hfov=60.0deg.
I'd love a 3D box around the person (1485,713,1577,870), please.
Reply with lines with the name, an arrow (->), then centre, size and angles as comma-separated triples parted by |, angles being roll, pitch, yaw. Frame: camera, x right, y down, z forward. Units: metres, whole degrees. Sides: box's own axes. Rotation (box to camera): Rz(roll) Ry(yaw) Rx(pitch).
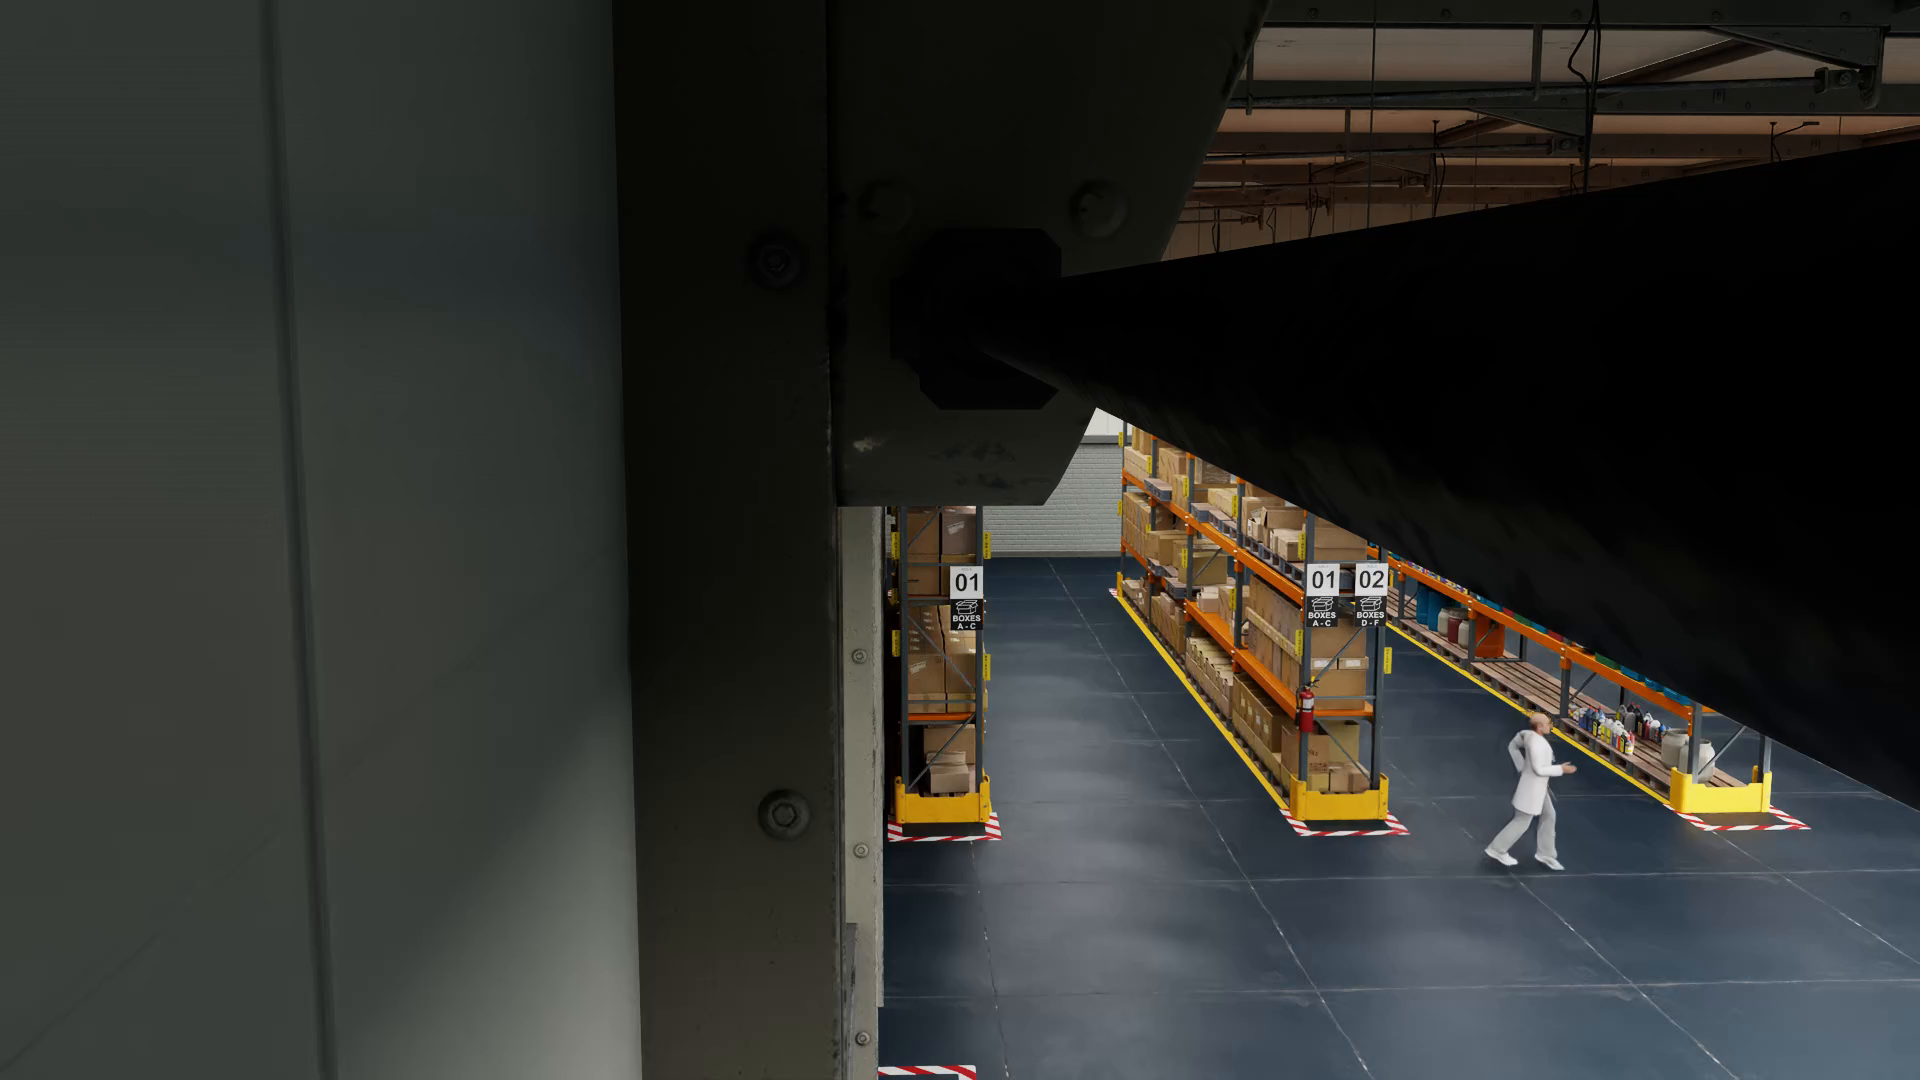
person -> 6.421, 2.844, 18.701 | 0.936, 1.841, 0.661 | 3, 8, 18
